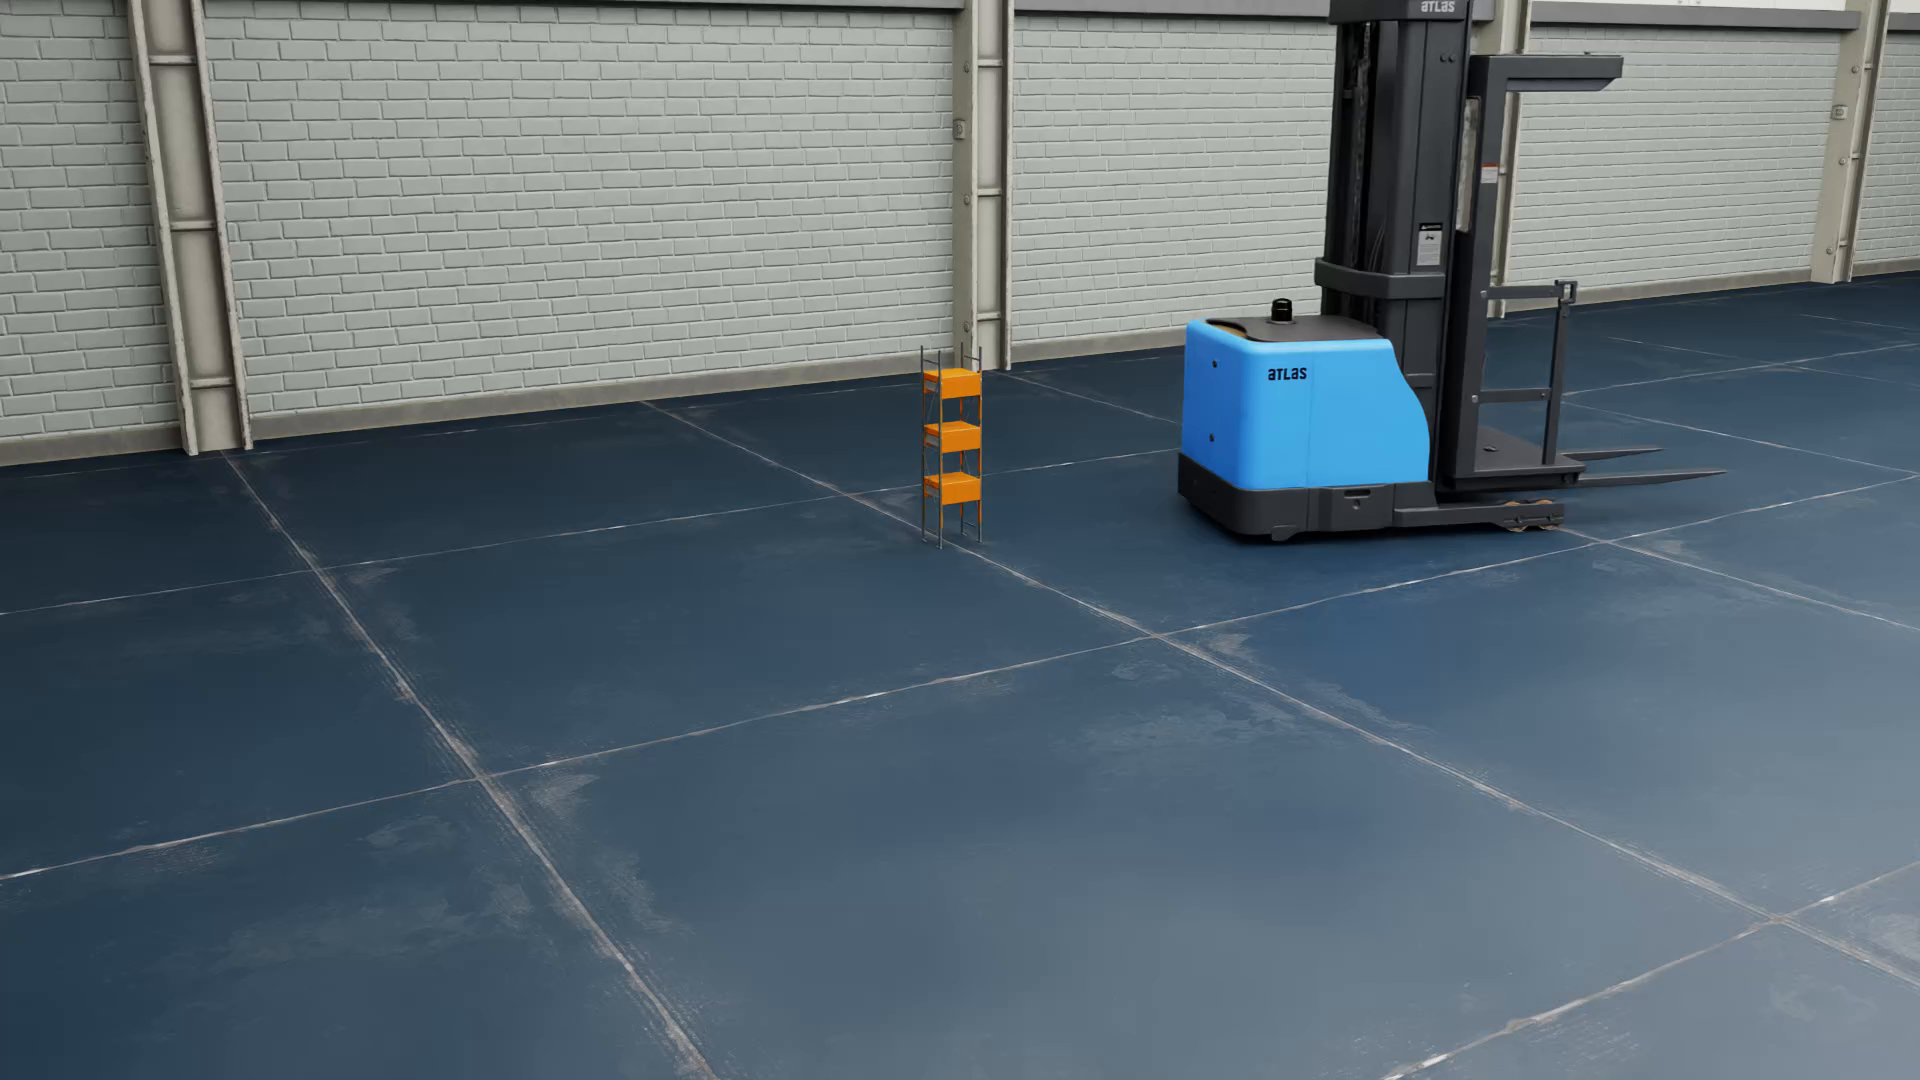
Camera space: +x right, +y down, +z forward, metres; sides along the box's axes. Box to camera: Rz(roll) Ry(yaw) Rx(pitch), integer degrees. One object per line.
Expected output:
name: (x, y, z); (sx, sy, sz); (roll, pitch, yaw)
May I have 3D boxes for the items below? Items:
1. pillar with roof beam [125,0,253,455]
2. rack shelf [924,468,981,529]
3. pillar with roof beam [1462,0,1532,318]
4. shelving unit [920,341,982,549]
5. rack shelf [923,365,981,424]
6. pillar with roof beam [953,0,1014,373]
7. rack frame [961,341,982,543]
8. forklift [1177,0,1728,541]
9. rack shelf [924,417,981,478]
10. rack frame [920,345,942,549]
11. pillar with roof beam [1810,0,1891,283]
pillar with roof beam: (-2.739, -3.953, 6.340); (0.400, 9.000, 9.100); (-9, 18, -30)
rack shelf: (-0.046, -0.220, 8.819); (0.240, 0.259, 0.215); (-9, 18, -30)
pillar with roof beam: (7.547, -5.621, 12.291); (0.400, 9.000, 9.100); (-9, 18, -30)
shelving unit: (-0.046, -0.498, 8.742); (0.252, 1.050, 0.215); (-9, 18, -30)
rack shelf: (-0.046, -0.761, 8.668); (0.240, 0.259, 0.215); (-9, 18, -30)
pillar with roof beam: (2.404, -4.787, 9.316); (0.400, 9.000, 9.100); (-9, 18, -30)
rack frame: (0.059, -0.515, 8.802); (0.008, 1.050, 0.200); (-9, 18, -30)
forklift: (2.831, -1.588, 9.145); (3.031, 2.935, 1.130); (-3, 16, -12)
rack shelf: (-0.046, -0.488, 8.744); (0.240, 0.259, 0.215); (-9, 18, -30)
rack frame: (-0.150, -0.481, 8.681); (0.008, 1.050, 0.200); (-9, 18, -30)
pillar with roof beam: (12.690, -6.455, 15.266); (0.400, 9.000, 9.100); (-9, 18, -30)
